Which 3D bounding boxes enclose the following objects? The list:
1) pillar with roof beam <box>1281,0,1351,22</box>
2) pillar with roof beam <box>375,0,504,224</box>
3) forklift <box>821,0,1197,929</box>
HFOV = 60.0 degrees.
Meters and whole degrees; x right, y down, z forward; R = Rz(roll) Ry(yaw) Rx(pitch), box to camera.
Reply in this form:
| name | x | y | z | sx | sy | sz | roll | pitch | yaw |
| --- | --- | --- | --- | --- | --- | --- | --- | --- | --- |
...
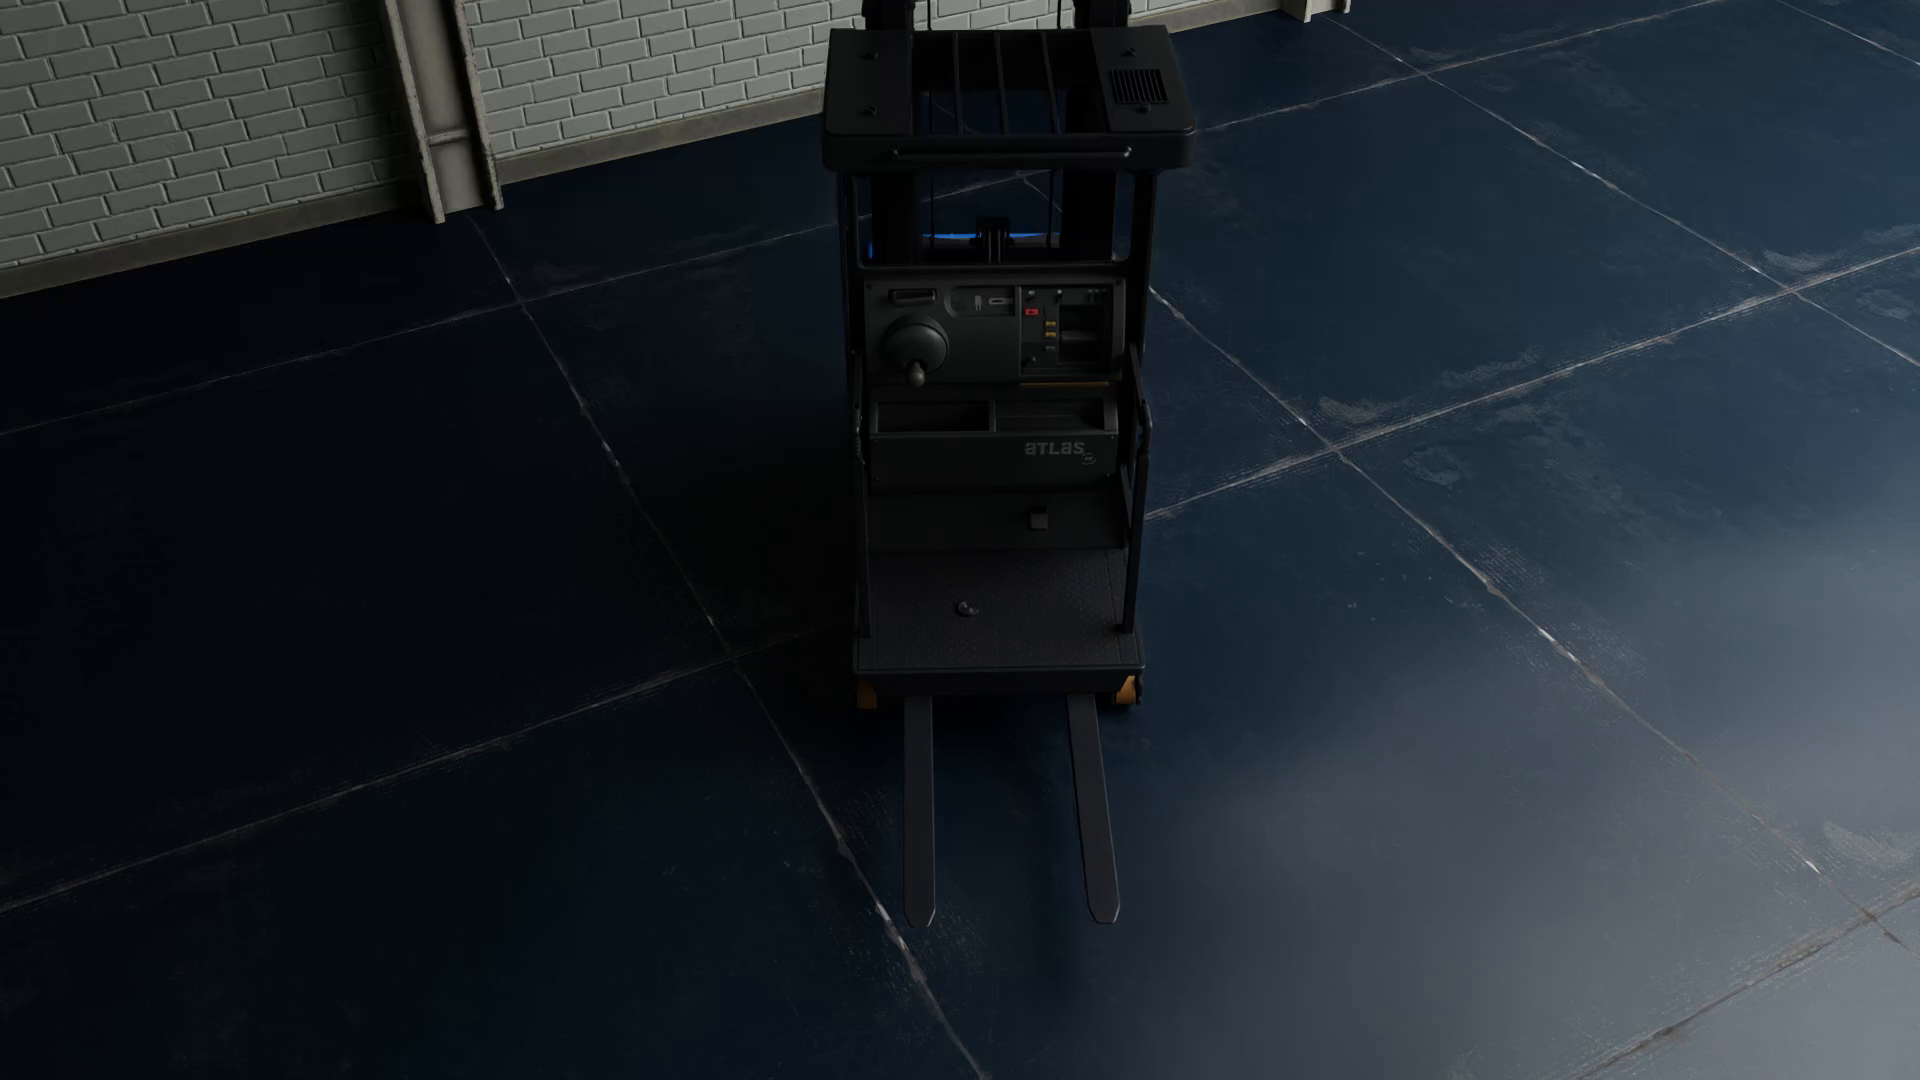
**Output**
| name | x | y | z | sx | sy | sz | roll | pitch | yaw |
| --- | --- | --- | --- | --- | --- | --- | --- | --- | --- |
| pillar with roof beam | 4.464 | -4.682 | 5.816 | 0.400 | 9.000 | 9.100 | -19 | 44 | -21 |
| pillar with roof beam | -0.857 | -2.892 | 3.701 | 0.400 | 9.000 | 9.100 | -19 | 44 | -21 |
| forklift | 0.132 | -0.671 | 5.774 | 1.130 | 2.935 | 3.031 | -1 | 40 | -1 |
